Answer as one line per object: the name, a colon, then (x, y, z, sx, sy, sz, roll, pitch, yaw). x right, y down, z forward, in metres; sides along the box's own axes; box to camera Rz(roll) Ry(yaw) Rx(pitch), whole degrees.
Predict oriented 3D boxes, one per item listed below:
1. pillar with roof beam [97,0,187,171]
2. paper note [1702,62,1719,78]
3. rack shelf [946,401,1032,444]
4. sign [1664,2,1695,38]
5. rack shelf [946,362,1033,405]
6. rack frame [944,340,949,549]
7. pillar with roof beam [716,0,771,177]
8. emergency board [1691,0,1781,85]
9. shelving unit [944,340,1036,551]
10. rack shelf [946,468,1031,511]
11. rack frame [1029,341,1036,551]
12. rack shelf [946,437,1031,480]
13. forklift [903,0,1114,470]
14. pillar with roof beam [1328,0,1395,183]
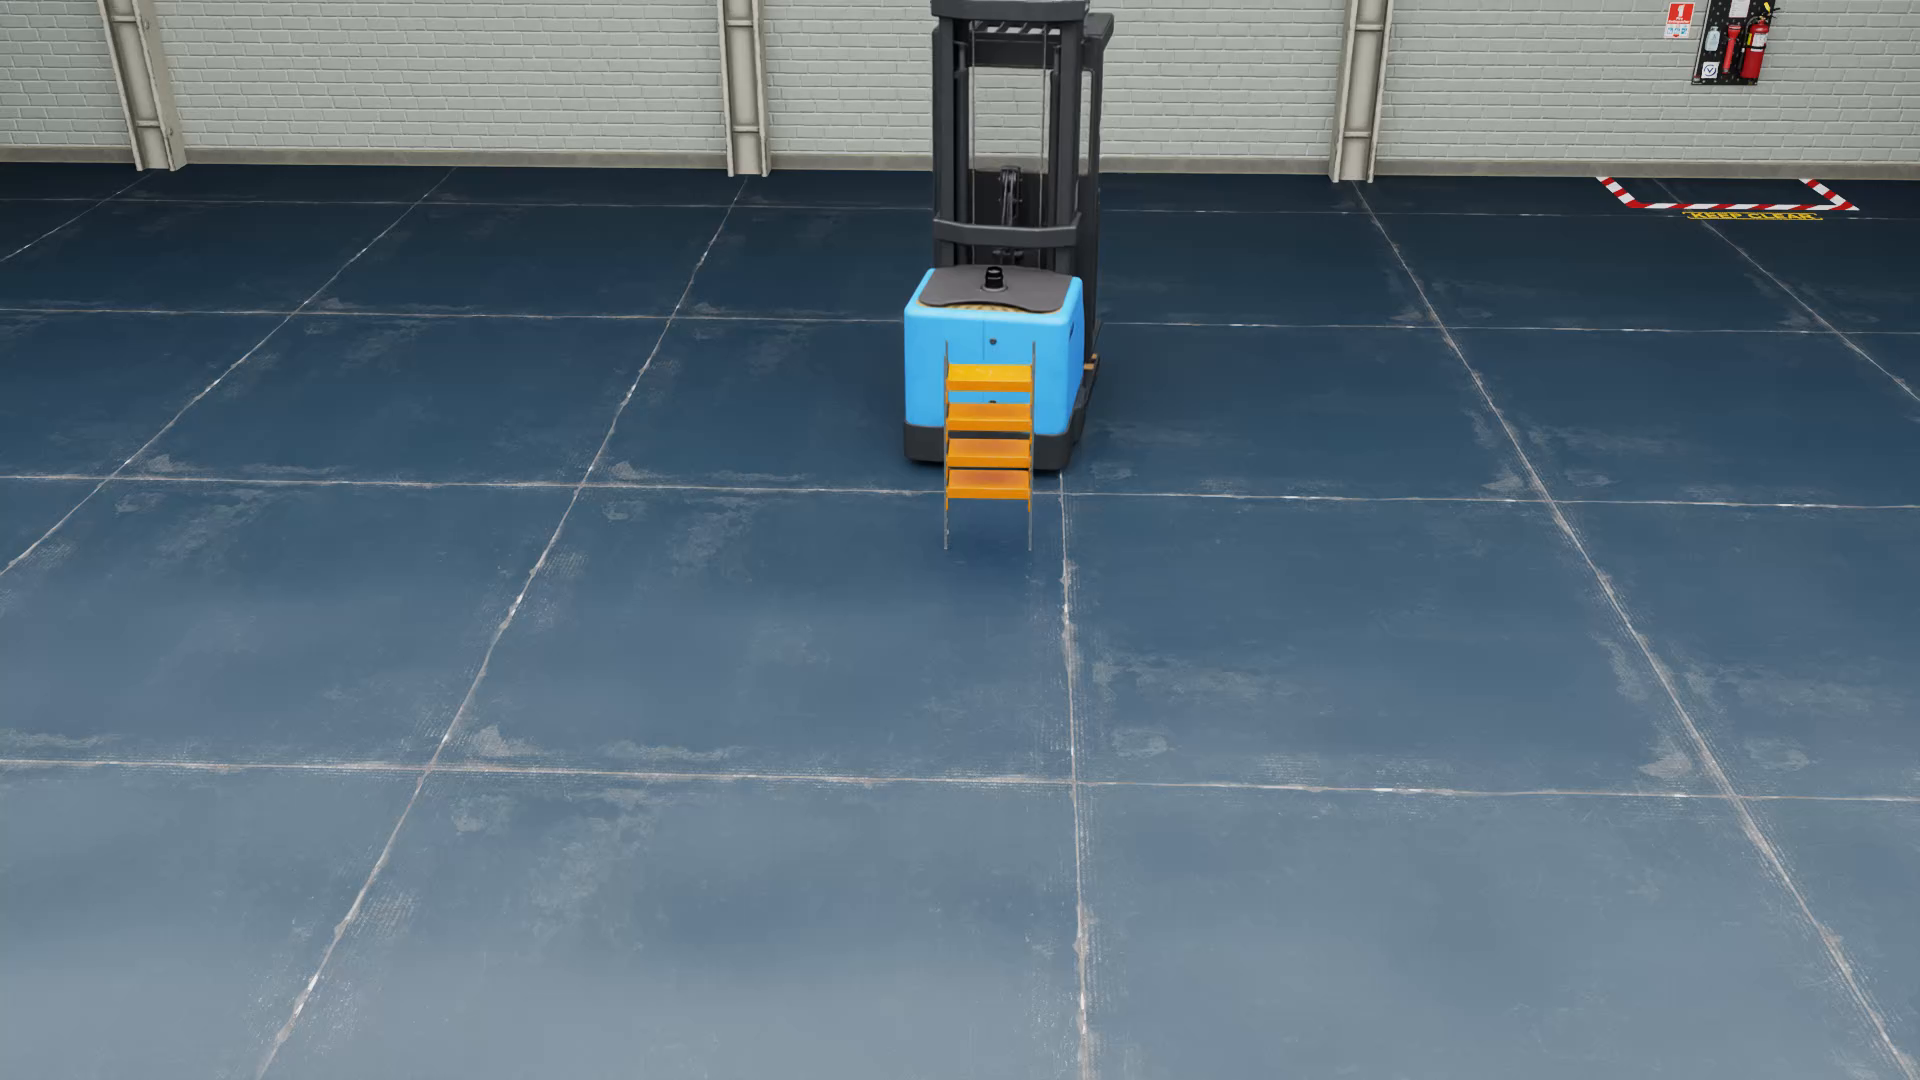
pillar with roof beam: (-8.262, -5.760, 11.008, 0.400, 9.000, 9.100, 1, 28, 2)
paper note: (7.236, -4.532, 16.037, 0.142, 0.148, 0.016, 1, 28, 2)
rack shelf: (0.165, -0.666, 9.391, 0.480, 0.148, 0.258, 1, 28, 2)
sign: (6.861, -4.959, 15.864, 0.234, 0.329, 0.001, 1, 28, 2)
rack shelf: (0.165, -0.875, 9.280, 0.480, 0.148, 0.258, 1, 28, 2)
rack frame: (-0.078, -0.531, 9.471, 0.015, 1.200, 0.240, 1, 28, 2)
pillar with roof beam: (-2.266, -5.661, 10.821, 0.400, 9.000, 9.100, 1, 28, 2)
emergency board: (7.410, -4.886, 15.764, 0.643, 1.169, 0.194, 1, 28, 2)
shelving unit: (0.165, -0.527, 9.464, 0.503, 1.200, 0.258, 1, 28, 2)
rack shelf: (0.165, -0.293, 9.588, 0.480, 0.148, 0.258, 1, 28, 2)
rack frame: (0.409, -0.523, 9.456, 0.015, 1.200, 0.240, 1, 28, 2)
rack shelf: (0.165, -0.468, 9.495, 0.480, 0.148, 0.258, 1, 28, 2)
forklift: (0.407, -2.401, 11.151, 1.130, 2.935, 3.031, 5, 28, 9)
pillar with roof beam: (3.730, -5.562, 10.634, 0.400, 9.000, 9.100, 1, 28, 2)
